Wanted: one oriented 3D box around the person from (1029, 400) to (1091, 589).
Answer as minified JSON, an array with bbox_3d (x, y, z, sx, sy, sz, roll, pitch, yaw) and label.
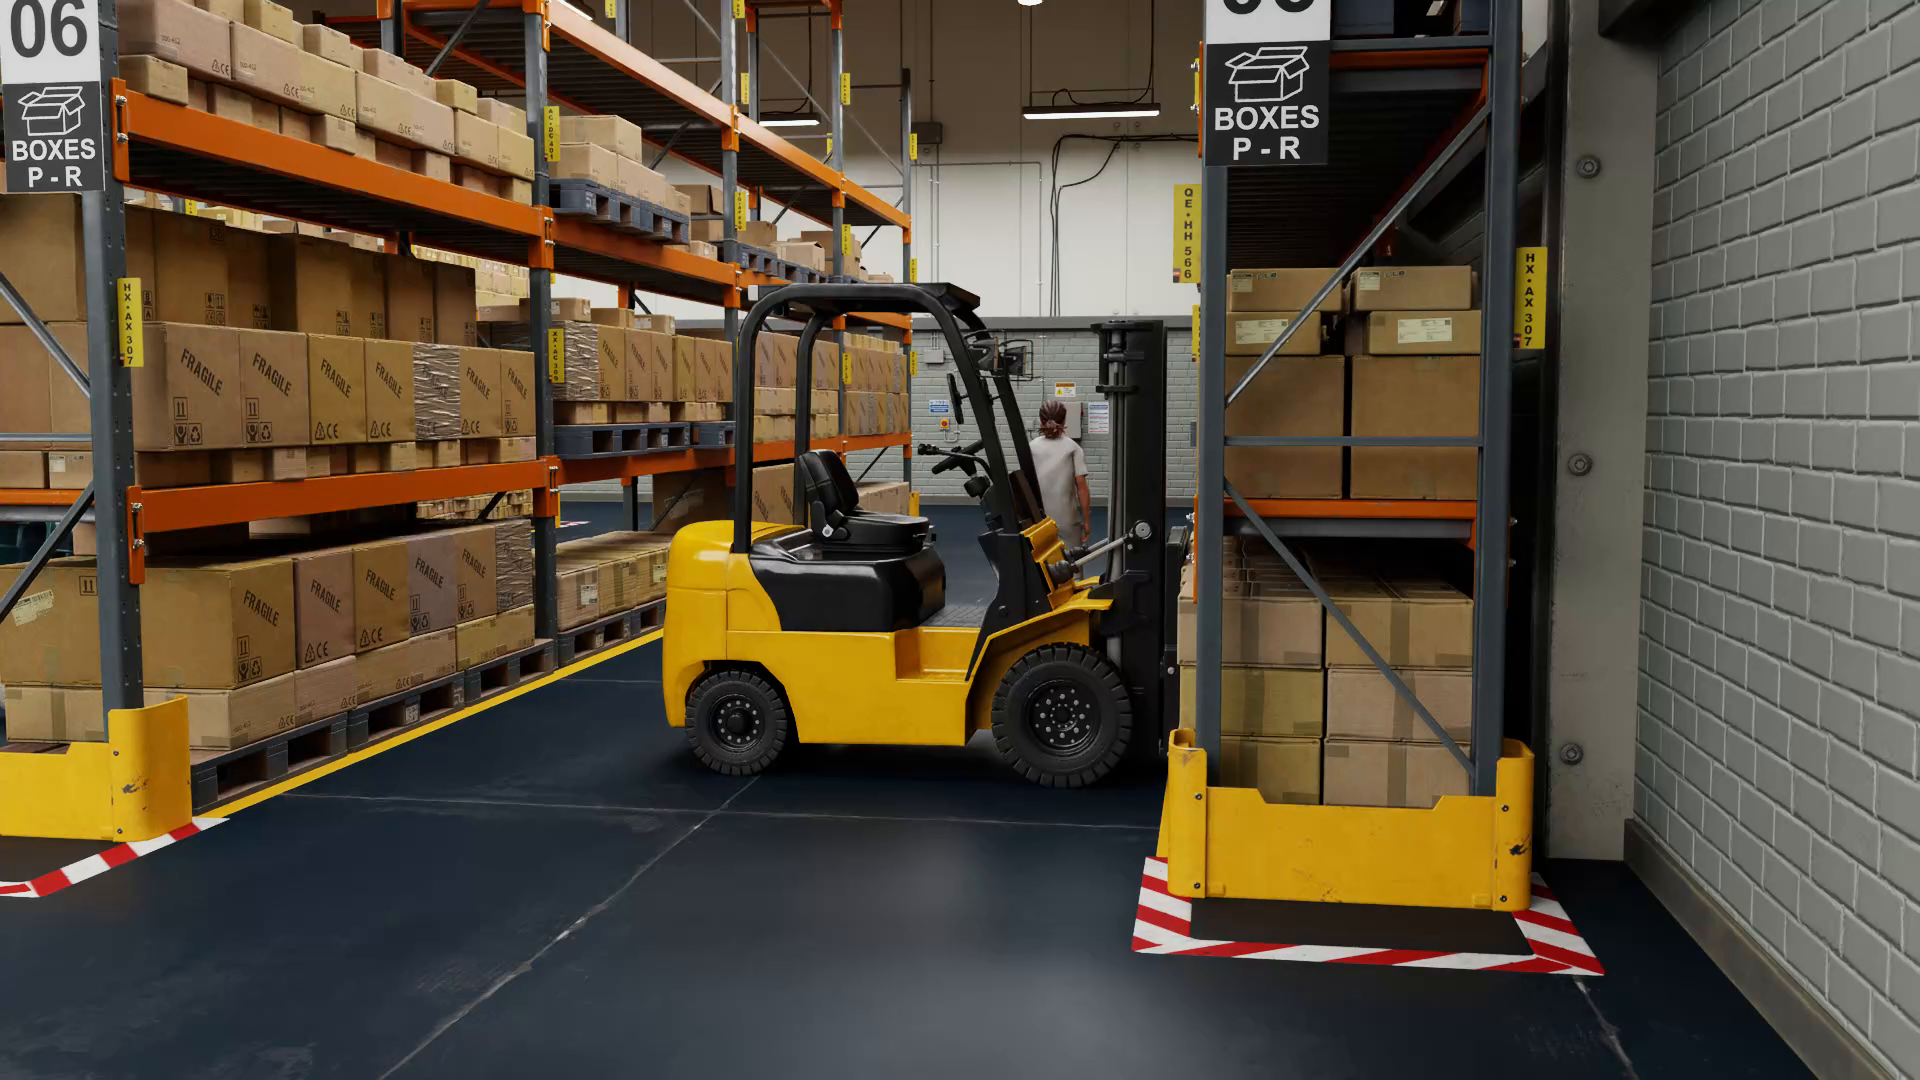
[{"bbox_3d":[0.621,-0.092,11.018,0.486,1.673,0.358,1,5,9],"label":"person"}]
